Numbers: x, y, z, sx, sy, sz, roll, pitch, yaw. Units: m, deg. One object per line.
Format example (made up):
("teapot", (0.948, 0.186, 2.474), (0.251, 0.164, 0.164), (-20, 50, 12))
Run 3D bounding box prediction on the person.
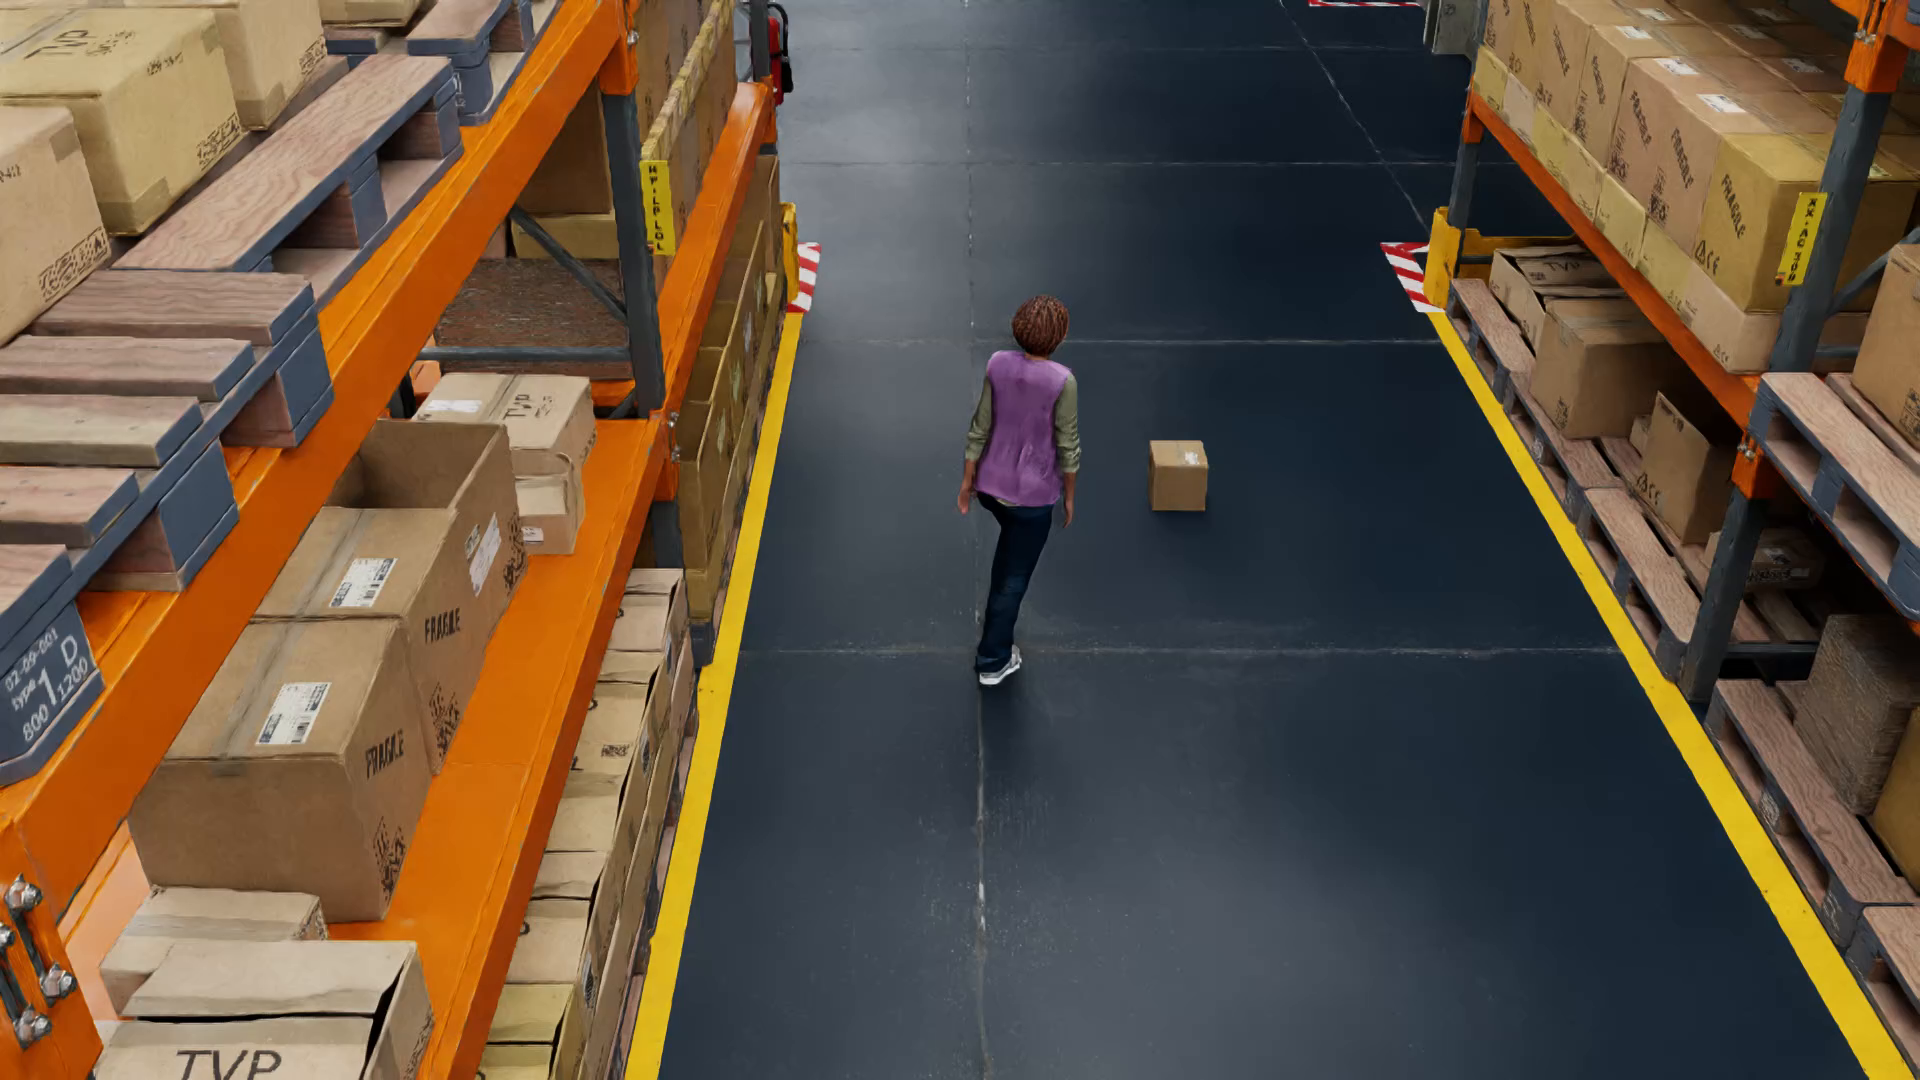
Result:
("person", (0.224, -0.163, 6.398), (0.442, 1.577, 0.499), (20, 37, 28))
